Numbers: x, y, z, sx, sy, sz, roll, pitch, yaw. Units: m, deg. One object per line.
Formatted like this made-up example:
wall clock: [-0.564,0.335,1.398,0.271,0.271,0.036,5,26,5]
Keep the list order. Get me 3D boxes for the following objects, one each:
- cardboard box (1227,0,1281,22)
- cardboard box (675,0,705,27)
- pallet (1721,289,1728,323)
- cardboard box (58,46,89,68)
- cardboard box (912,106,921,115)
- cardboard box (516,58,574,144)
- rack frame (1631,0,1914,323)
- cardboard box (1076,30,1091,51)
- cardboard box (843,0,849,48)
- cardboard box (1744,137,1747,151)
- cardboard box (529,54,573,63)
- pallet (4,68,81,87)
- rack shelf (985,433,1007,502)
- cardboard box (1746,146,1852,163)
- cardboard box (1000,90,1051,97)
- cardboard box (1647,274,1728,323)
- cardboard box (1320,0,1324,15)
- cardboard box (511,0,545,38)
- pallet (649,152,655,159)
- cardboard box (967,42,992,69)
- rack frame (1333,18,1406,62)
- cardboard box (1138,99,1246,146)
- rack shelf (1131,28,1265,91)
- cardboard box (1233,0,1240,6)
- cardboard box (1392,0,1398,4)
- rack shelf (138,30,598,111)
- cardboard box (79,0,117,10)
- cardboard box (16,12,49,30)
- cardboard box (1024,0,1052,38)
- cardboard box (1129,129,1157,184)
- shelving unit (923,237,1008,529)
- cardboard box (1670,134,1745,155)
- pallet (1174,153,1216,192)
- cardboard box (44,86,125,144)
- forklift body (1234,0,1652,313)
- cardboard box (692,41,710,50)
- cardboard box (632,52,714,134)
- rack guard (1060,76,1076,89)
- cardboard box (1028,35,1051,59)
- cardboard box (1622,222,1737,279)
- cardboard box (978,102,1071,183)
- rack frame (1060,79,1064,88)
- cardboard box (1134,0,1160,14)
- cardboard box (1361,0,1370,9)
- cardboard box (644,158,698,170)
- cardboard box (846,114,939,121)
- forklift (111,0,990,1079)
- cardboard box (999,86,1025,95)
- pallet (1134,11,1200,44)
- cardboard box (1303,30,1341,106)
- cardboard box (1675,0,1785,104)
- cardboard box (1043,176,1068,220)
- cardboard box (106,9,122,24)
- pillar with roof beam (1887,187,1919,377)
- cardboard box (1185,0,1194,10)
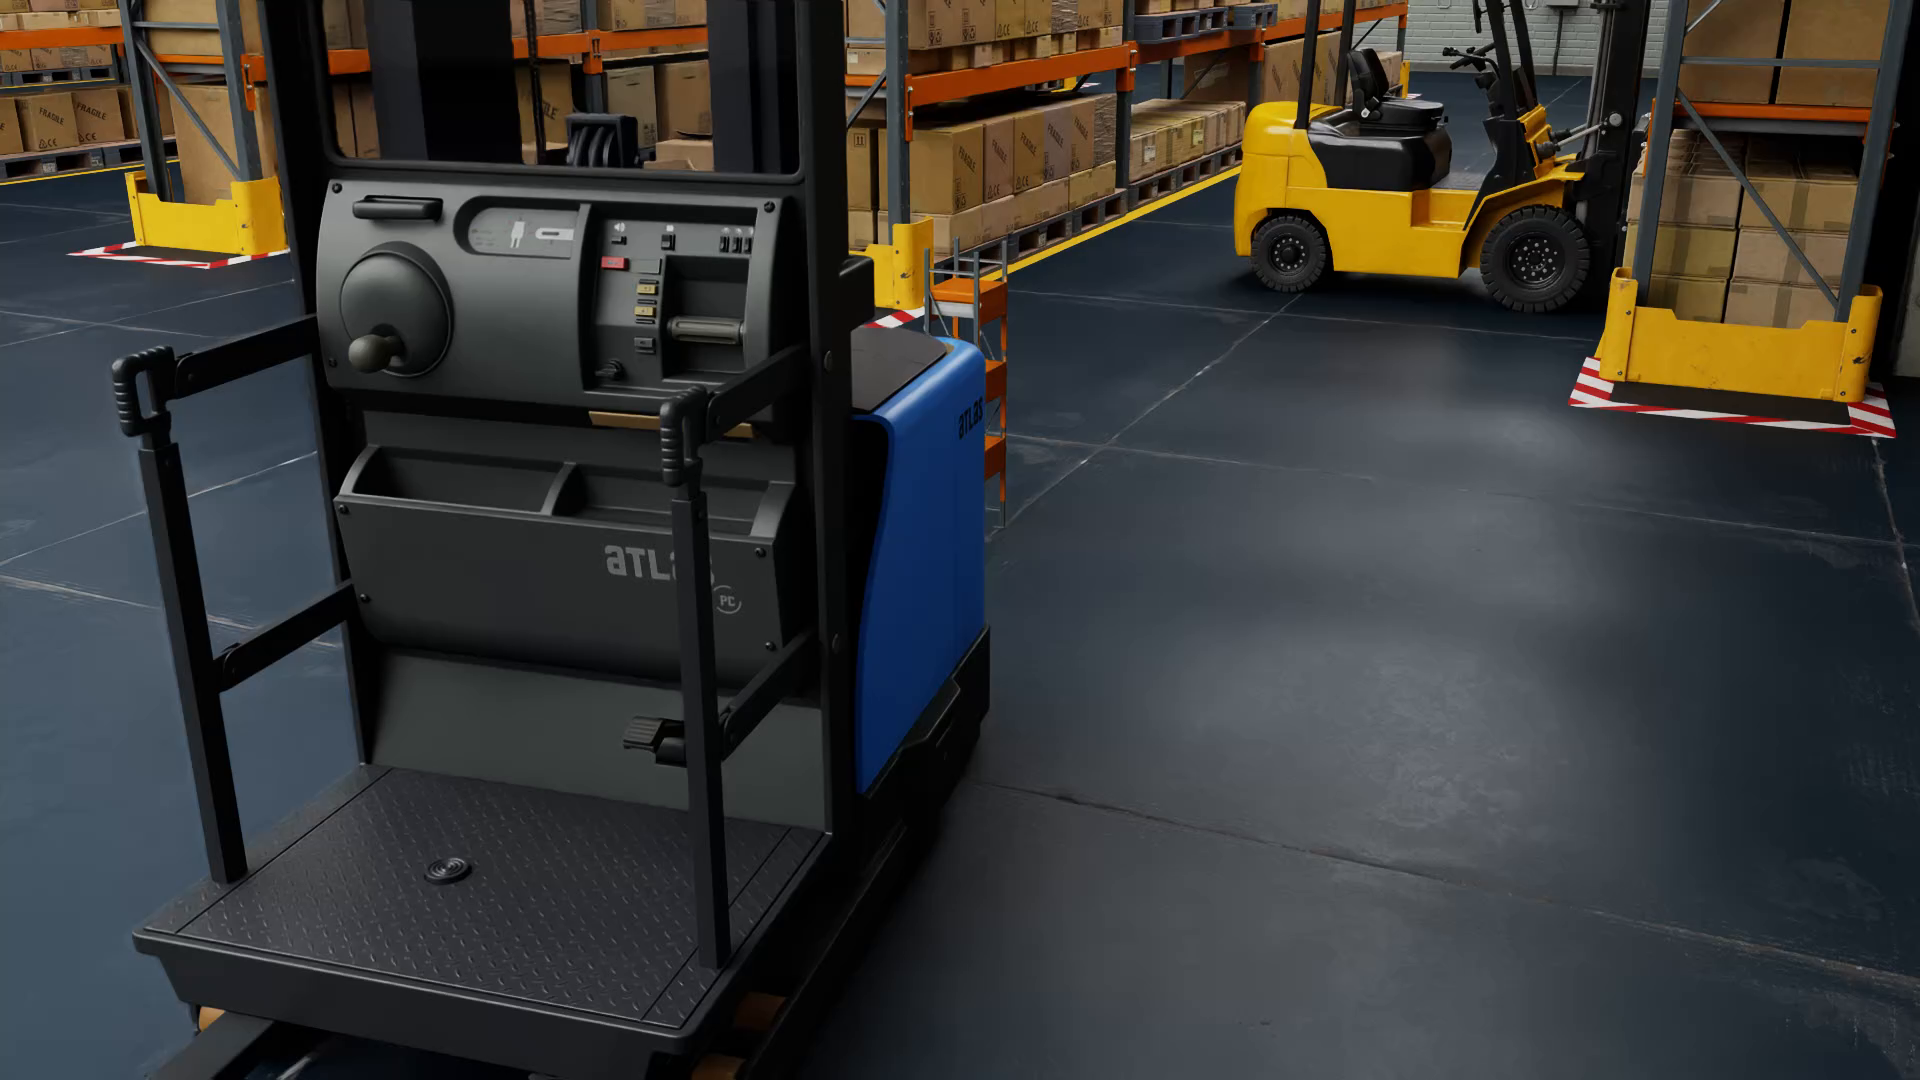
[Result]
cardboard box: [2.935,-5.357,16.778,0.500,0.250,0.500,8,21,22]
cardboard box: [-2.816,-5.216,16.009,0.500,0.500,0.500,8,21,22]
pallet: [4.034,-1.113,8.782,1.003,0.211,1.213,9,21,23]
cardboard box: [-14.290,-7.791,26.475,0.500,0.500,0.500,9,21,23]
cardboard box: [-0.486,-2.907,11.055,0.380,0.149,0.250,9,21,24]
cardboard box: [-4.011,-3.752,14.586,0.875,0.875,0.875,9,21,24]
rack frame: [3.759,-2.187,7.641,1.000,3.000,0.127,9,21,23]
cardboard box: [0.740,-3.685,12.228,0.380,0.149,0.250,9,21,23]
cardboard box: [-0.800,-3.258,10.059,0.500,0.500,0.500,8,21,22]
cardboard box: [5.372,-2.606,10.805,0.500,0.250,0.500,9,21,24]
cardboard box: [-5.862,-6.348,21.887,1.225,0.875,0.875,9,21,23]
pallet: [-14.731,-7.313,26.218,1.003,0.211,1.213,9,21,23]
rack shelf: [0.022,-0.239,5.936,0.215,0.259,0.240,9,21,23]
cardboard box: [4.545,-1.986,9.061,0.500,0.250,0.500,8,21,22]
cardboard box: [0.379,-3.202,12.853,0.500,0.500,0.500,10,22,25]
cardboard box: [3.664,-1.276,8.557,0.500,0.250,0.500,9,21,23]
cardboard box: [3.756,-5.986,18.546,0.500,0.250,0.500,8,21,21]
cardboard box: [-4.035,-4.523,13.986,0.875,0.550,0.550,9,21,23]
pallet: [-2.945,-4.044,17.026,1.003,0.211,1.213,9,21,23]
cardboard box: [-0.024,-3.044,10.427,0.380,0.149,0.250,9,21,24]
rack frame: [5.781,-7.758,23.306,1.000,3.000,0.127,9,21,23]
cardboard box: [2.265,-4.101,16.318,0.950,0.372,0.625,7,21,19]
rack shelf: [1.686,-4.362,14.831,1.077,0.370,4.000,9,21,23]
cardboard box: [2.369,-5.008,15.323,0.380,0.149,0.250,7,21,20]
cardboard box: [5.606,-7.470,22.347,0.500,0.500,0.500,8,21,22]
rack shelf: [-4.509,-3.787,13.216,1.077,0.370,4.000,9,21,23]
cardboard box: [-8.651,-5.359,15.969,0.875,0.500,0.500,9,21,23]
cardboard box: [-8.621,-4.768,15.275,0.380,0.149,0.250,9,21,23]
cardboard box: [0.294,-3.632,11.112,0.500,0.500,0.500,8,21,22]
cardboard box: [1.080,-3.210,13.813,0.950,0.372,0.625,9,21,23]
shelving unit: [0.022,-0.511,5.839,0.215,1.050,0.252,9,21,23]
cardboard box: [4.279,-2.210,9.692,0.500,0.250,0.500,8,21,22]
pallet: [1.683,-3.388,15.181,1.003,0.211,1.213,9,21,23]
cardboard box: [-8.602,-4.176,16.340,0.500,0.500,0.500,17,26,40]
forklift body: [2.871,-2.617,10.117,2.313,2.155,1.214,9,21,23]
cardboard box: [-4.186,-7.558,25.287,0.875,0.875,0.875,9,21,23]
cardboard box: [-2.738,-4.657,17.318,1.050,0.750,0.750,9,21,24]
rack guard: [1.193,-7.205,25.483,1.175,0.500,0.348,9,21,23]
cardboard box: [0.396,-3.362,11.321,0.380,0.149,0.250,9,21,23]
cardboard box: [3.673,-1.516,8.487,0.500,0.250,0.500,8,21,22]
cardboard box: [0.455,-2.816,11.767,0.500,0.500,0.500,10,22,26]
rack frame: [1.224,-8.406,25.129,1.000,3.000,0.127,9,21,23]
cardboard box: [1.382,-4.295,13.316,0.380,0.149,0.250,9,21,23]
cardboard box: [4.784,-6.843,20.584,0.500,0.500,0.500,9,21,23]
cardboard box: [-2.361,-2.575,12.458,0.797,0.503,0.637,-5,20,-15]
cardboard box: [-0.470,-2.563,11.057,0.500,0.500,0.500,9,22,25]
forklift: [-0.823,-0.450,2.860,1.130,2.935,3.031,6,20,15]
cardboard box: [0.274,-3.477,12.660,0.380,0.149,0.250,9,21,23]
pallet: [1.313,-4.213,13.624,1.003,0.211,1.213,9,21,23]
cardboard box: [3.962,-5.531,19.590,0.875,0.875,0.875,9,22,24]
cardboard box: [3.721,-2.420,8.149,0.500,0.500,0.500,8,21,21]
cardboard box: [0.449,-2.455,11.873,0.500,0.250,0.500,9,21,24]
cardboard box: [-8.262,-5.082,16.156,0.380,0.149,0.250,9,21,23]
pillar with roof beam: [0.939,-5.693,8.548,9.100,9.000,0.400,9,21,23]
cardboard box: [1.785,-4.615,14.217,0.380,0.149,0.250,9,21,23]
